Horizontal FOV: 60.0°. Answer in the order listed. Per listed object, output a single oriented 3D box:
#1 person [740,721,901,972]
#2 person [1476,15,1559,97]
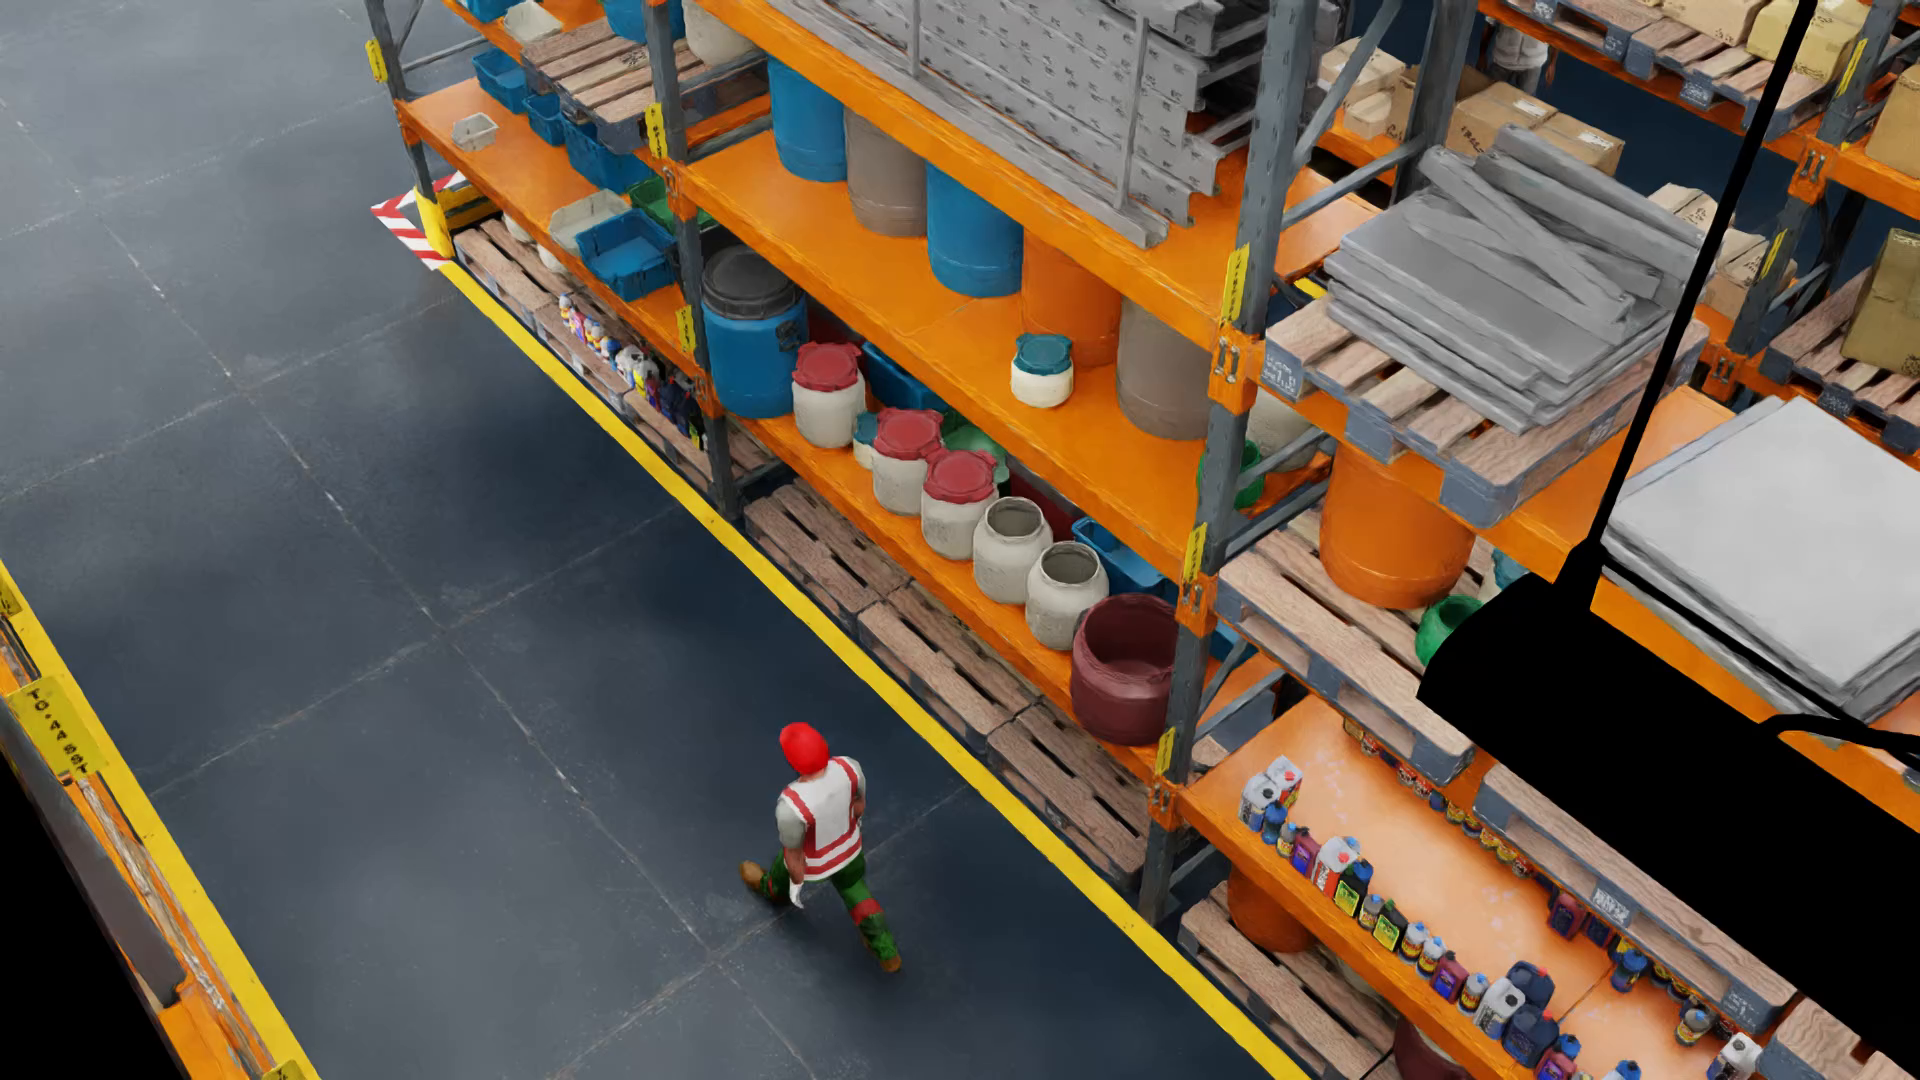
[{"bbox_3d":[-0.714,1.501,8.357,0.553,1.713,1.134,-29,53,-25],"label":"person"},{"bbox_3d":[4.473,-3.833,13.380,0.632,1.771,0.447,14,48,13],"label":"person"}]
